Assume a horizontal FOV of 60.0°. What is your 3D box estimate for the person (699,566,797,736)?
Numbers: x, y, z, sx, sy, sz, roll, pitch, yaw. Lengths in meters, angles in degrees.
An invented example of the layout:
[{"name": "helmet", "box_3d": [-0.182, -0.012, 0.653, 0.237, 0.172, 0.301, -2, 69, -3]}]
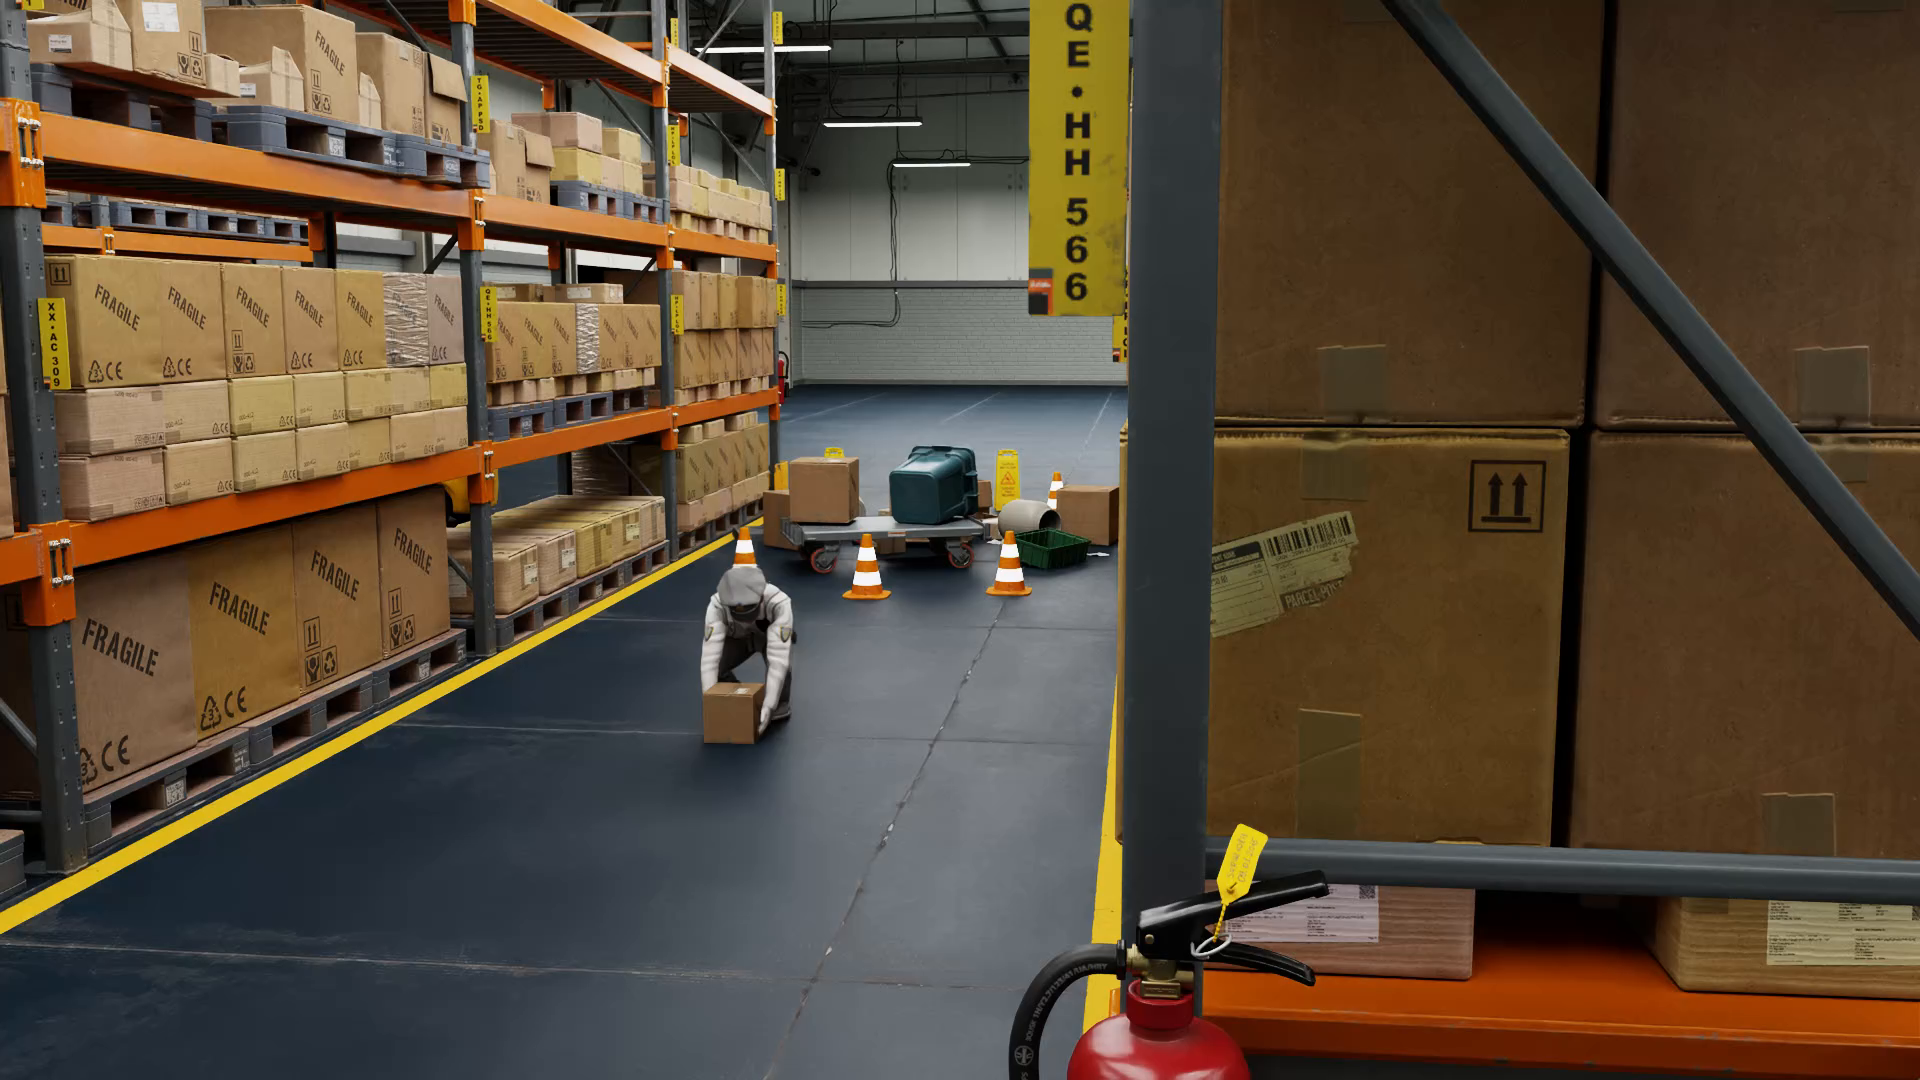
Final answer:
[{"name": "person", "box_3d": [-1.077, 0.521, 8.507, 0.482, 0.856, 0.859, 1, 8, 6]}]
